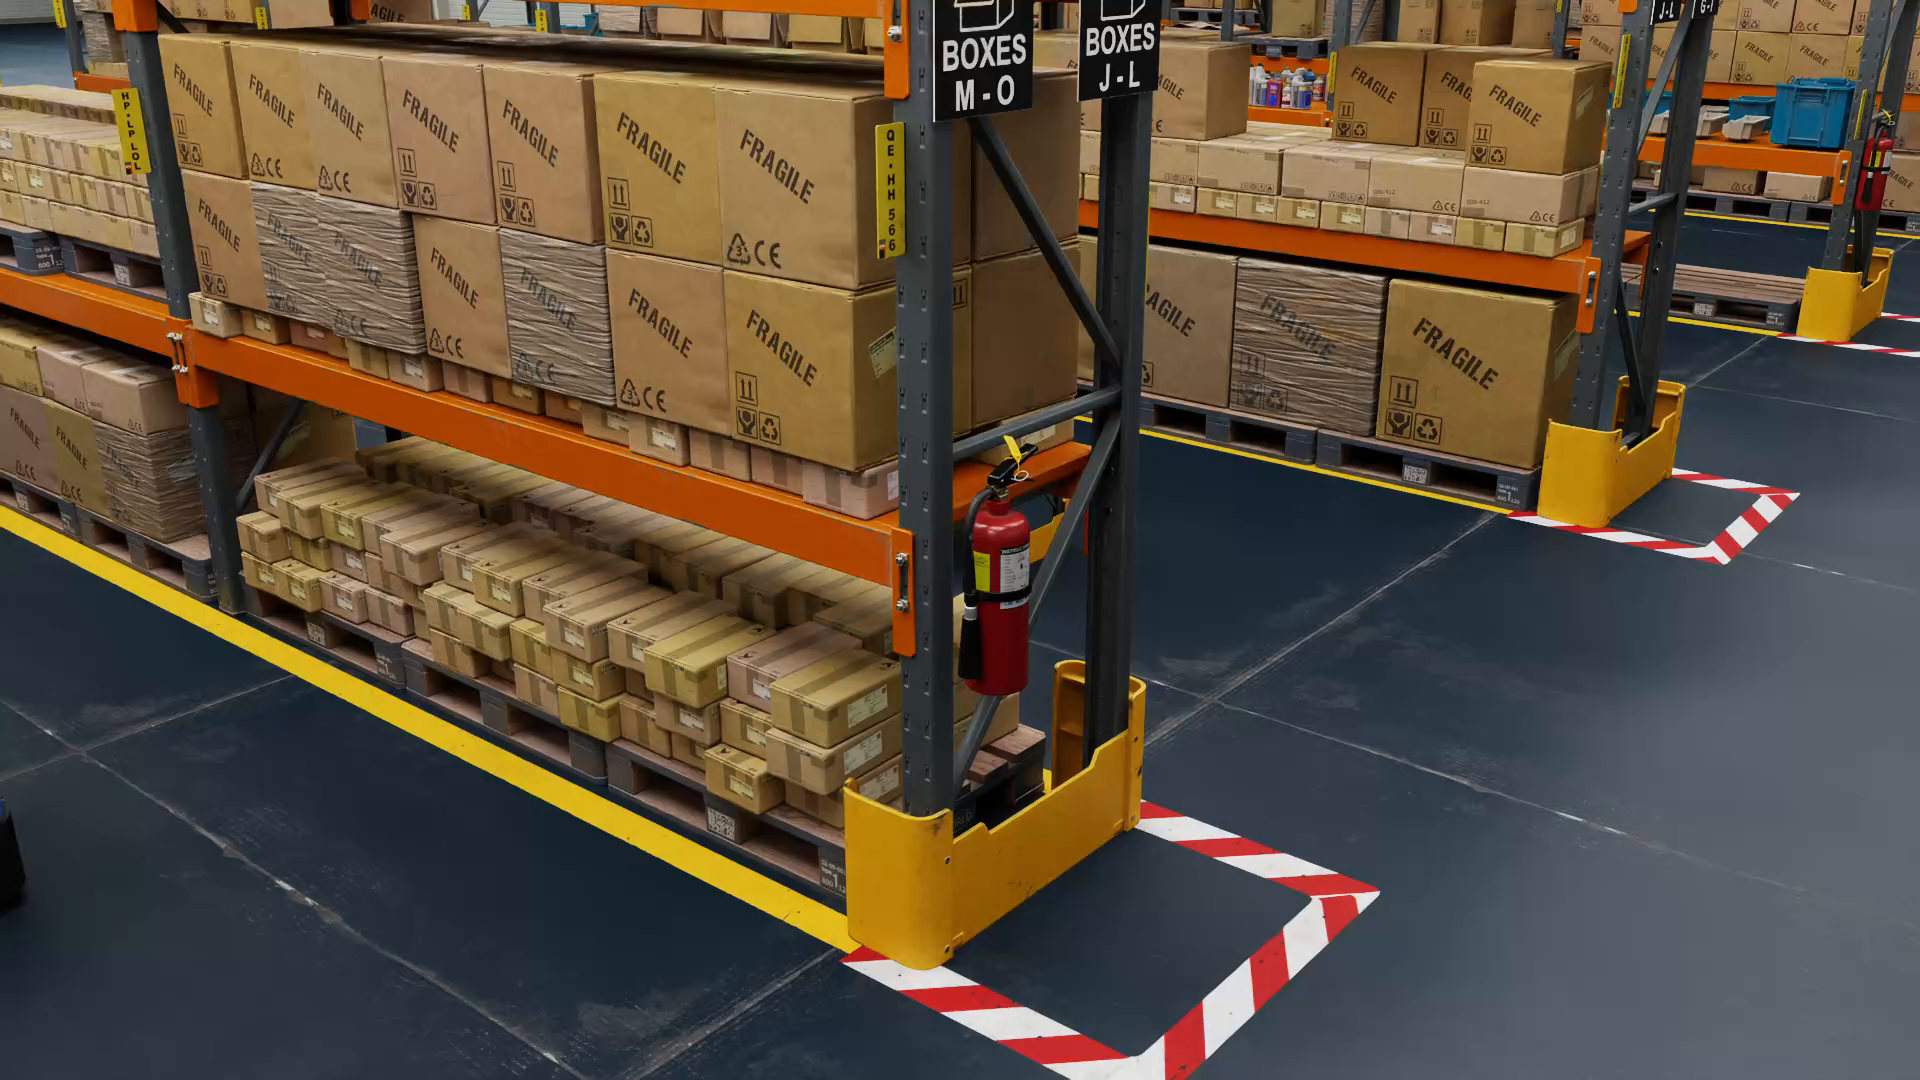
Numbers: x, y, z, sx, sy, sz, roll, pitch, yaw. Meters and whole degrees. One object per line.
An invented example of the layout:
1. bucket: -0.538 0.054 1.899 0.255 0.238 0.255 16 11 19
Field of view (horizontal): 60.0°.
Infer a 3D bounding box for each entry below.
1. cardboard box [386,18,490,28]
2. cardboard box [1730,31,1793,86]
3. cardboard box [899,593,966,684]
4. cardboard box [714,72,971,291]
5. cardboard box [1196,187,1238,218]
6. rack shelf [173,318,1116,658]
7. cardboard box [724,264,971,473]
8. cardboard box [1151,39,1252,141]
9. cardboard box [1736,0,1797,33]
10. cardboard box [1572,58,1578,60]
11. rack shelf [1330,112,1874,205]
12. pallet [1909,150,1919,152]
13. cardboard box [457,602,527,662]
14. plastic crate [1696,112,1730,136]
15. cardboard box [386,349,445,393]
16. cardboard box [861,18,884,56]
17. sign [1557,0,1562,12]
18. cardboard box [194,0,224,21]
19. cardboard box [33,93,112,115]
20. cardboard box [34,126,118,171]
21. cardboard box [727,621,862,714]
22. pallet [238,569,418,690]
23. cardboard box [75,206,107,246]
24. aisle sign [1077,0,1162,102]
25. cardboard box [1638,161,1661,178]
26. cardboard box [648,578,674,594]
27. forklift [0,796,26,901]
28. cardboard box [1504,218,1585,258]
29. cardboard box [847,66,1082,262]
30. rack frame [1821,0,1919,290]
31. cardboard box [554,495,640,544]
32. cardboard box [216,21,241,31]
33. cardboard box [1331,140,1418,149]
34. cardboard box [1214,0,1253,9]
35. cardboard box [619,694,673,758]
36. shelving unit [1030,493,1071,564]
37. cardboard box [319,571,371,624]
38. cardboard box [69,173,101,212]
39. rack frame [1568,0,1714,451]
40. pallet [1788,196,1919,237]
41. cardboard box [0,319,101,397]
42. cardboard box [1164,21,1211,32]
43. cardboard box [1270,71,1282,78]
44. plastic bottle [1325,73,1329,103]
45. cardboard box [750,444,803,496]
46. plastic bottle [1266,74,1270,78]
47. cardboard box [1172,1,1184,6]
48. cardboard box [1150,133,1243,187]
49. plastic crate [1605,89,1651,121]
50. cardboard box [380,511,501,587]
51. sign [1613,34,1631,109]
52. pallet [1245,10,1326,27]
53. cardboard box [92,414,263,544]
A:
1. cardboard box: -4.486 -4.215 14.353 0.797 0.503 0.637 -19 28 -41
2. cardboard box: 7.980 -4.774 16.435 0.500 0.500 0.500 16 26 36
3. cardboard box: 0.004 0.328 5.649 0.250 0.149 0.380 15 25 34
4. cardboard box: -0.317 -1.009 4.613 0.500 0.500 0.500 15 26 35
5. cardboard box: 1.538 -1.925 9.378 0.250 0.149 0.380 15 25 35
6. rack shelf: -1.354 -0.431 6.079 4.000 0.370 1.077 16 26 36
7. cardboard box: -0.316 -0.537 4.778 0.500 0.500 0.500 17 26 37
8. cardboard box: 1.303 -2.563 9.443 0.500 0.500 0.500 15 25 35
9. cardboard box: 7.963 -5.242 16.259 0.500 0.500 0.500 17 27 38
10. cardboard box: 8.430 -6.107 22.563 0.750 0.750 0.750 17 27 38
11. rack shelf: 4.992 -3.118 13.205 4.000 0.370 1.077 16 26 36
12. pallet: 12.137 -4.569 19.985 1.213 0.211 1.003 16 26 36
13. cardboard box: -1.625 0.294 6.162 0.250 0.149 0.380 16 26 37
14. plastic crate: 5.580 -3.114 12.464 0.243 0.136 0.396 16 26 36
15. cardboard box: -1.840 -0.663 6.031 0.250 0.149 0.380 17 27 39
16. cardboard box: -0.189 -3.203 10.849 0.637 0.503 0.797 15 25 35
17. sign: 6.229 -5.643 17.241 0.005 0.325 0.100 16 26 36
18. cardboard box: -6.798 -5.122 15.519 0.500 0.500 0.500 16 26 36
19. cardboard box: -4.728 -2.306 8.949 0.250 0.149 0.380 17 27 38
20. cardboard box: -3.949 -1.784 7.565 0.250 0.149 0.380 16 26 36
21. cardboard box: -0.534 0.417 5.413 0.250 0.149 0.380 17 26 37
22. pallet: -2.361 0.231 7.256 1.213 0.211 1.003 16 26 36
23. cardboard box: -3.730 -1.441 7.499 0.250 0.149 0.380 16 26 36
24. aisle sign: 0.441 -1.603 4.485 0.004 0.787 0.394 16 26 36
25. cardboard box: 7.527 -4.009 17.966 0.250 0.149 0.380 16 26 36
26. cardboard box: -1.103 0.214 6.374 0.250 0.149 0.380 18 27 39
27. forklift: -4.385 -0.401 5.077 3.031 2.935 1.130 14 25 33
28. cardboard box: 2.925 -1.527 8.321 0.250 0.149 0.380 17 26 37
29. cardboard box: 0.015 -1.148 4.981 0.500 0.500 0.500 16 26 36
30. rack frame: 6.541 -3.009 11.895 0.127 3.000 1.000 16 26 36
31. cardboard box: -1.407 -0.076 6.719 0.250 0.149 0.380 15 25 34
32. cardboard box: -6.562 -4.756 15.967 0.500 0.500 0.875 16 26 36
33. cardboard box: 2.414 -2.132 9.361 0.500 0.250 0.500 15 25 35
34. cardboard box: 4.310 -8.397 25.419 0.700 0.500 0.500 -19 28 -41
35. cardboard box: -0.958 0.592 5.792 0.250 0.149 0.380 16 26 37
36. shelving unit: -0.059 -0.719 7.949 1.083 1.500 0.587 16 26 36
37. cardboard box: -2.393 0.193 6.849 0.250 0.149 0.380 16 26 36
38. cardboard box: -3.732 -1.581 7.450 0.250 0.149 0.380 17 27 39
39. rack frame: 3.410 -1.655 8.305 0.127 3.000 1.000 16 26 36
40. pallet: 8.999 -3.251 16.492 1.213 0.211 1.003 16 26 36
41. cardboard box: -4.449 -0.921 8.244 0.500 0.250 0.500 15 25 34
42. cardboard box: 2.908 -6.357 20.902 0.500 0.311 0.500 16 26 36
43. cardboard box: 4.891 -7.044 25.516 0.500 0.500 0.700 16 26 37
44. plastic bottle: 3.343 -4.054 14.738 0.185 0.351 0.144 16 26 36
45. cardboard box: -0.405 -0.265 4.976 0.250 0.149 0.380 16 26 36
46. plastic bottle: 2.818 -4.174 15.267 0.097 0.201 0.097 0 21 0
47. cardboard box: 3.280 -8.497 26.633 0.500 0.250 0.500 16 26 37
48. cardboard box: 1.296 -2.213 9.577 0.500 0.250 0.500 17 26 38
49. plastic crate: 5.306 -3.464 13.255 0.300 0.233 0.416 16 26 36
50. cardboard box: -2.003 0.030 6.438 0.250 0.149 0.380 17 26 37
51. sign: 3.056 -2.162 7.674 0.005 0.325 0.100 16 26 36
52. pallet: 5.048 -7.842 24.985 1.213 0.211 1.003 16 26 36
53. cardboard box: -3.636 -0.337 7.758 0.500 0.500 0.500 15 26 35
